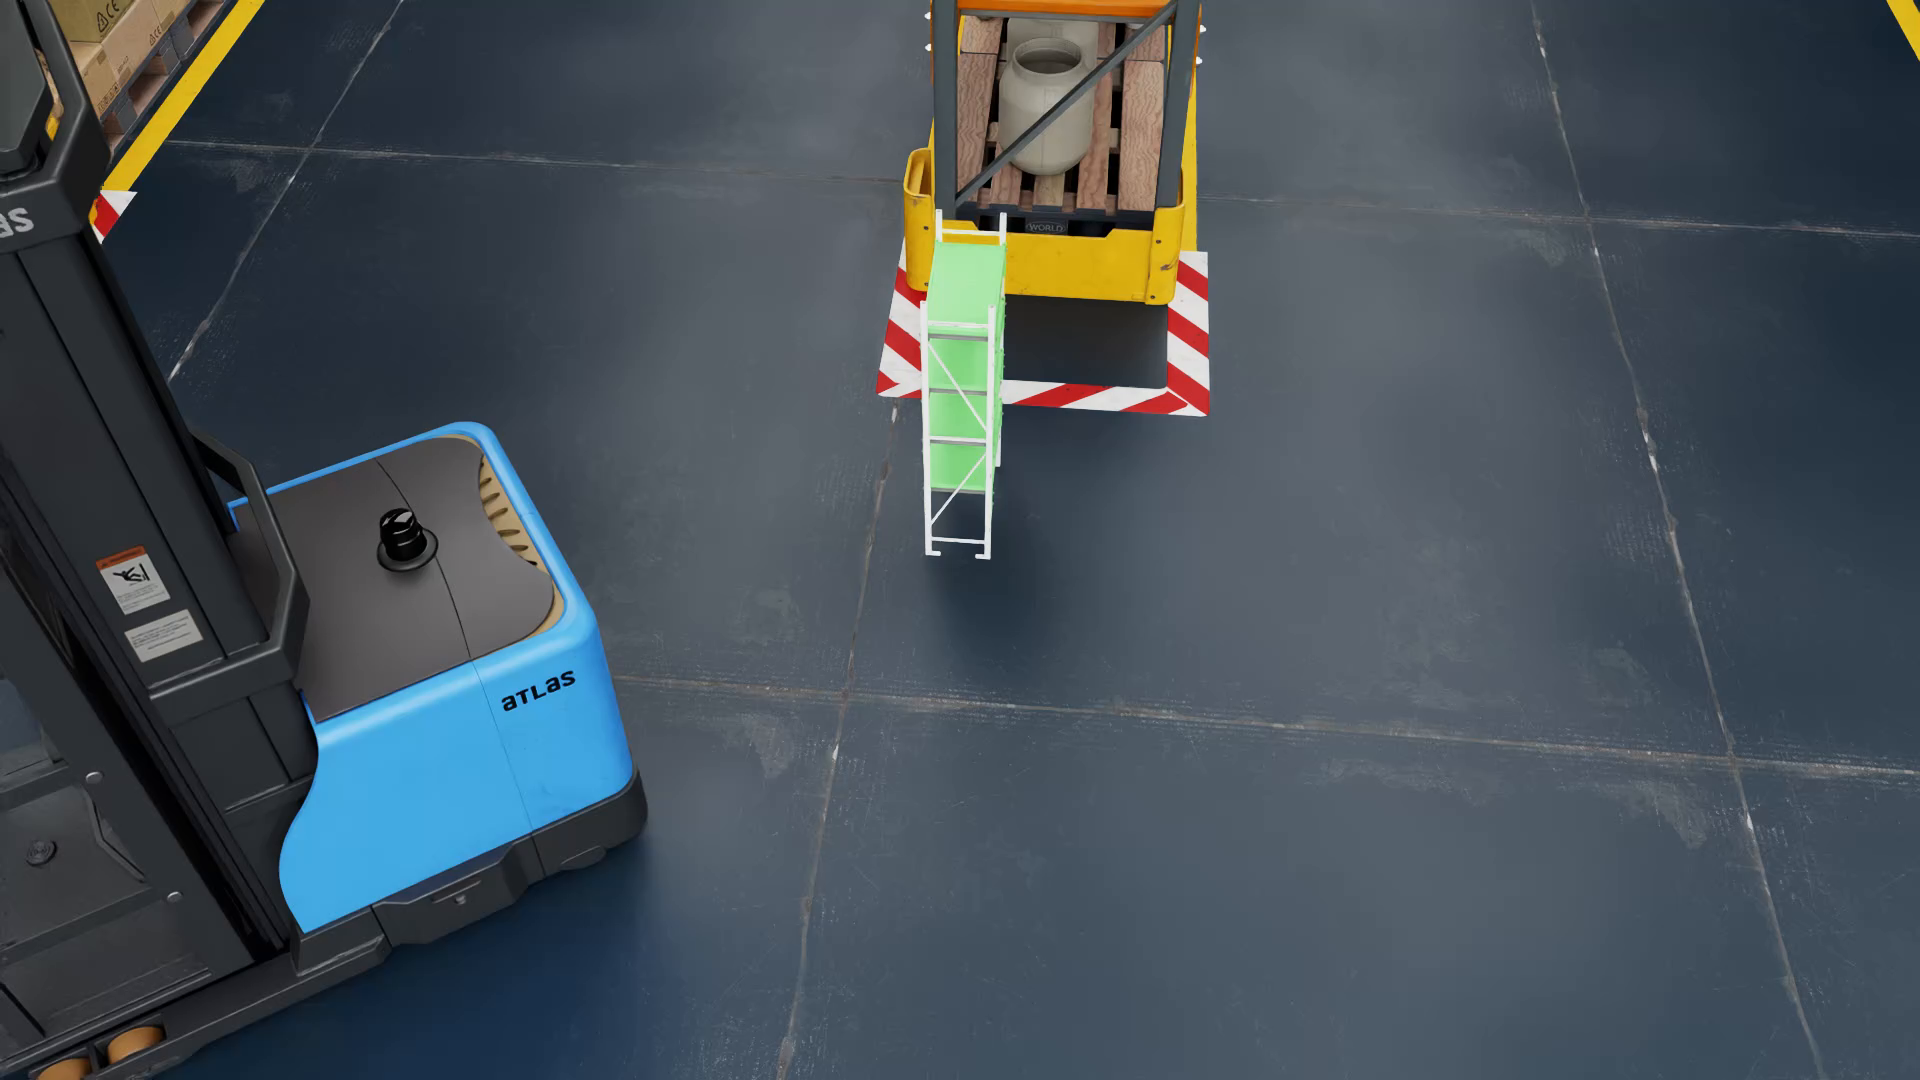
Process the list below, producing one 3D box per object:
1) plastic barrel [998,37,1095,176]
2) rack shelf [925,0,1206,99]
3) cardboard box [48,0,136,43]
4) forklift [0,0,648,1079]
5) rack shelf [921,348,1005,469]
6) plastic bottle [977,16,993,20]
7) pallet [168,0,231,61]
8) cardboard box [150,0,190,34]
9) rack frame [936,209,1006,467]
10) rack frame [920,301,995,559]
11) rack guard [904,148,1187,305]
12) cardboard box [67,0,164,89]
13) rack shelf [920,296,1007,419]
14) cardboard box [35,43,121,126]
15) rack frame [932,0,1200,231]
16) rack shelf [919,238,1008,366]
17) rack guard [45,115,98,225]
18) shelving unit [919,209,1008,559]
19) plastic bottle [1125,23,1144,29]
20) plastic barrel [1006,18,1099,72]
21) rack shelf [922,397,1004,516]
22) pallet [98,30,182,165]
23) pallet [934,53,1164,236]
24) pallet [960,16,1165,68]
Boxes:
[{"bbox_3d":[0.382,-1.921,7.376,0.421,0.512,0.421,0,48,0],"label":"plastic barrel"},{"bbox_3d":[0.580,-3.357,7.775,1.077,0.370,4.000,4,48,4],"label":"rack shelf"},{"bbox_3d":[-4.220,-2.680,7.739,0.500,0.500,0.500,4,48,4],"label":"cardboard box"},{"bbox_3d":[-2.538,0.196,4.085,3.031,2.935,1.130,-23,52,-20],"label":"forklift"},{"bbox_3d":[0.015,-0.483,5.966,0.258,0.148,0.480,4,48,4],"label":"rack shelf"},{"bbox_3d":[0.129,-2.713,8.297,0.097,0.201,0.097,0,48,0],"label":"plastic bottle"},{"bbox_3d":[-4.393,-2.984,8.836,1.003,0.211,1.213,4,48,4],"label":"pallet"},{"bbox_3d":[-4.176,-2.794,8.352,0.500,0.250,0.500,4,48,4],"label":"cardboard box"},{"bbox_3d":[0.037,-0.706,6.083,0.240,1.200,0.015,4,48,4],"label":"rack frame"},{"bbox_3d":[-0.007,-0.347,5.755,0.240,1.200,0.015,4,48,4],"label":"rack frame"},{"bbox_3d":[0.358,-1.346,7.142,1.175,0.500,0.348,4,48,4],"label":"rack guard"},{"bbox_3d":[-4.222,-2.427,8.015,0.500,0.250,0.500,4,48,4],"label":"cardboard box"},{"bbox_3d":[0.015,-0.645,5.789,0.258,0.148,0.480,4,48,4],"label":"rack shelf"},{"bbox_3d":[-4.264,-2.059,7.679,0.500,0.250,0.500,4,48,4],"label":"cardboard box"},{"bbox_3d":[0.398,-2.130,6.166,1.000,3.000,0.127,4,48,4],"label":"rack frame"},{"bbox_3d":[0.015,-0.807,5.611,0.258,0.148,0.480,4,48,4],"label":"rack shelf"},{"bbox_3d":[-4.537,-1.605,7.379,1.175,0.500,0.348,4,48,4],"label":"rack guard"},{"bbox_3d":[0.015,-0.527,5.919,0.258,1.200,0.503,4,48,4],"label":"shelving unit"},{"bbox_3d":[0.873,-2.669,8.209,0.097,0.271,0.097,0,48,0],"label":"plastic bottle"},{"bbox_3d":[0.427,-2.289,7.713,0.421,0.512,0.421,0,48,0],"label":"plastic barrel"},{"bbox_3d":[0.015,-0.321,6.143,0.258,0.148,0.480,4,48,4],"label":"rack shelf"},{"bbox_3d":[-4.507,-2.090,8.018,1.003,0.211,1.213,4,48,4],"label":"pallet"},{"bbox_3d":[0.437,-1.845,7.794,1.003,0.211,1.213,4,48,4],"label":"pallet"},{"bbox_3d":[0.551,-2.739,8.612,1.003,0.211,1.213,4,48,4],"label":"pallet"}]
